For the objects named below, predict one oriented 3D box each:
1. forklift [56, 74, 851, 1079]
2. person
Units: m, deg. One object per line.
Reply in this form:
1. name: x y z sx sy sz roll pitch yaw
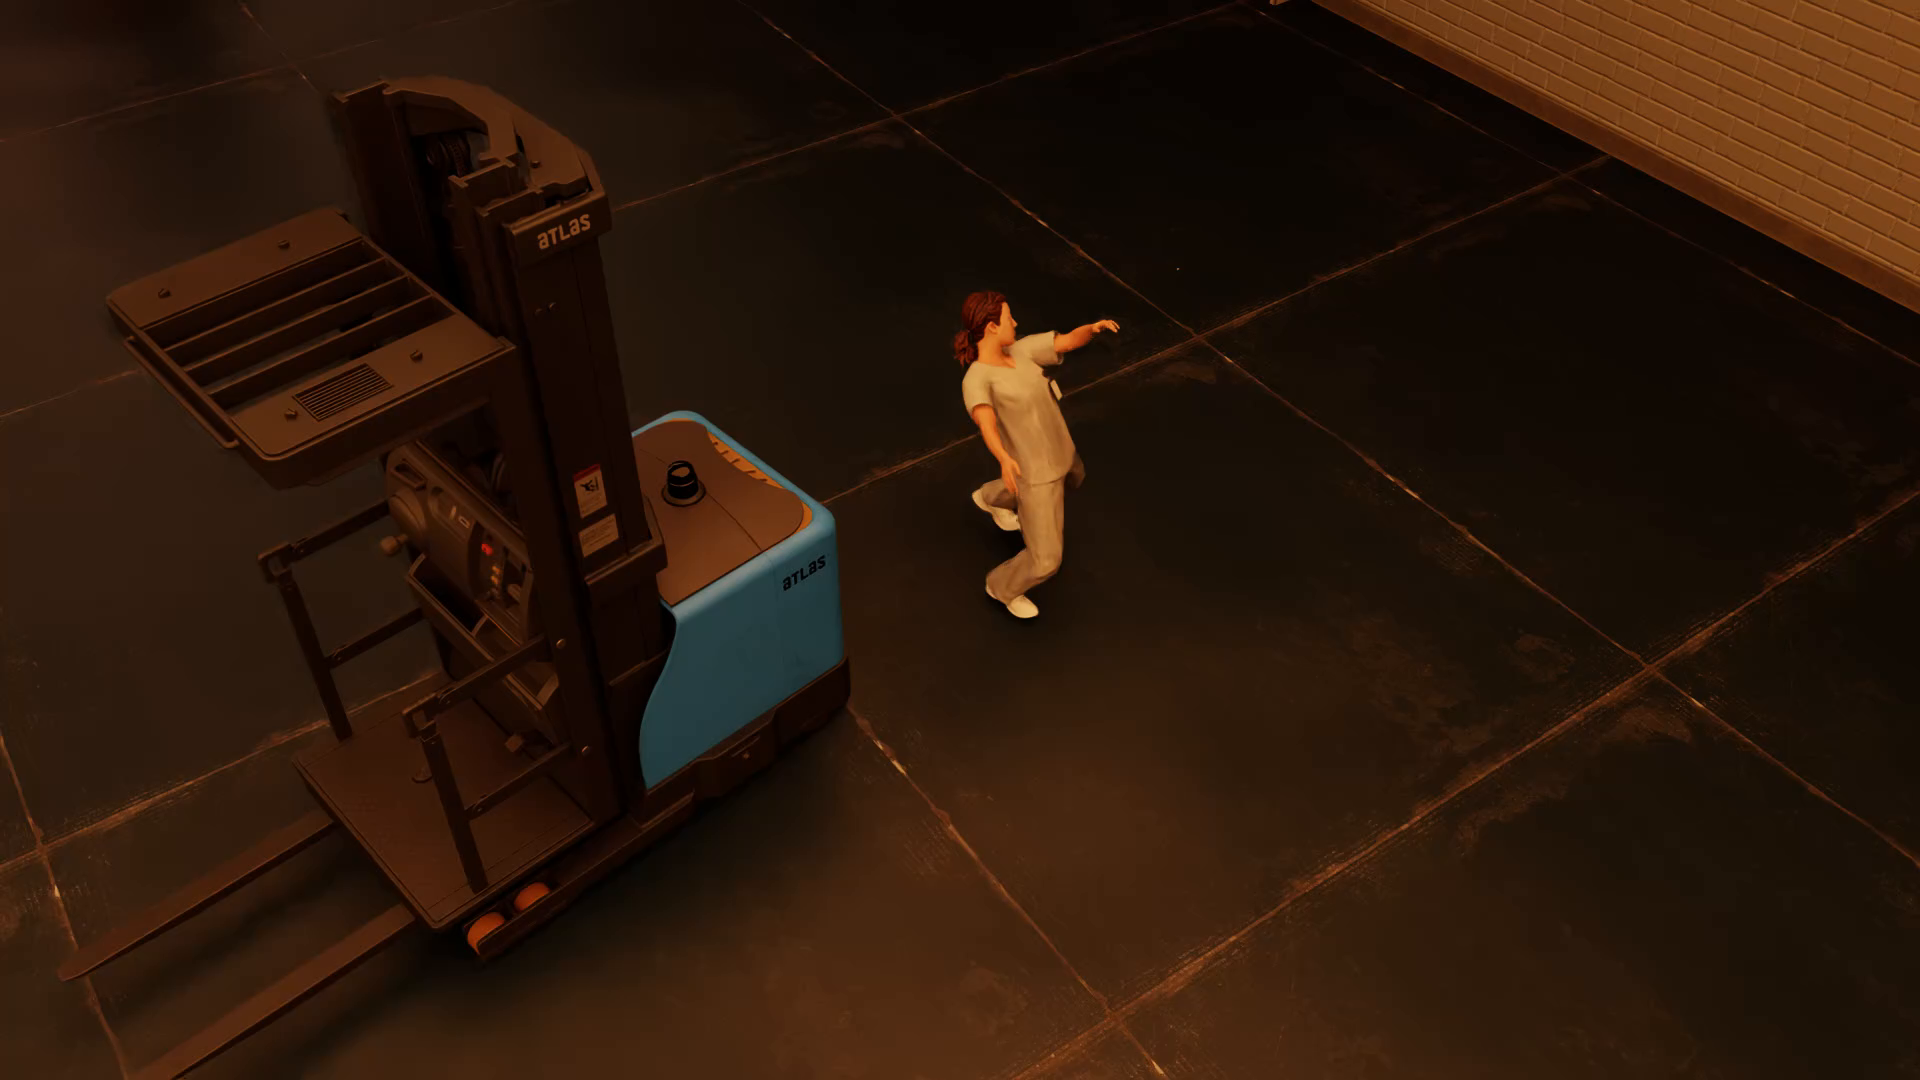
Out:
1. forklift: -1.880 0.071 5.638 3.031 2.935 1.130 -33 52 -30
2. person: 0.254 -0.280 7.083 0.693 1.467 1.004 12 44 13
